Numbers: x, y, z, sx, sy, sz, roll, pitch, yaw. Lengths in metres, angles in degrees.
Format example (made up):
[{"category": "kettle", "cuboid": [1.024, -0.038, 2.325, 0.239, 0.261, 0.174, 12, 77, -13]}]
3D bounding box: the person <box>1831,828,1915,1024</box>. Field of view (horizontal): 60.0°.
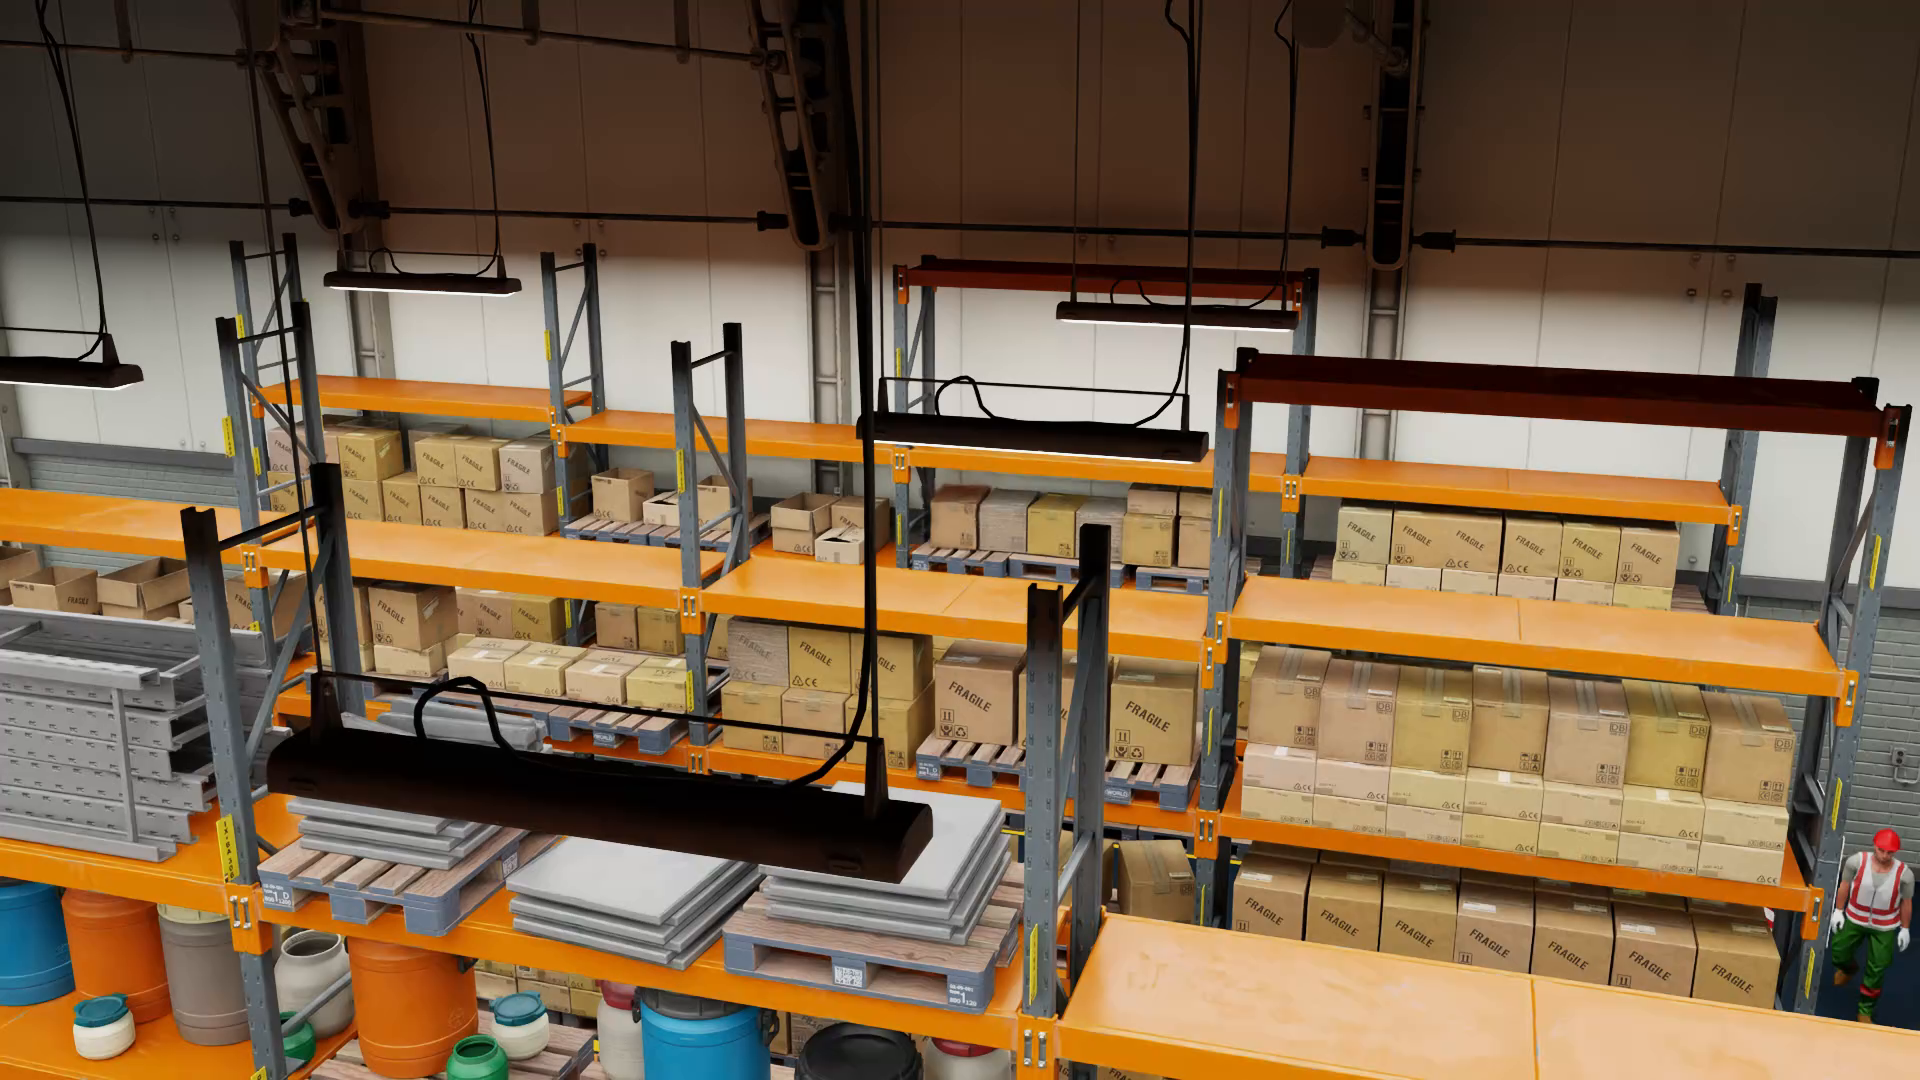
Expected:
[{"category": "person", "cuboid": [7.807, 3.253, 14.238, 0.612, 1.782, 0.703, 11, 19, 33]}]
